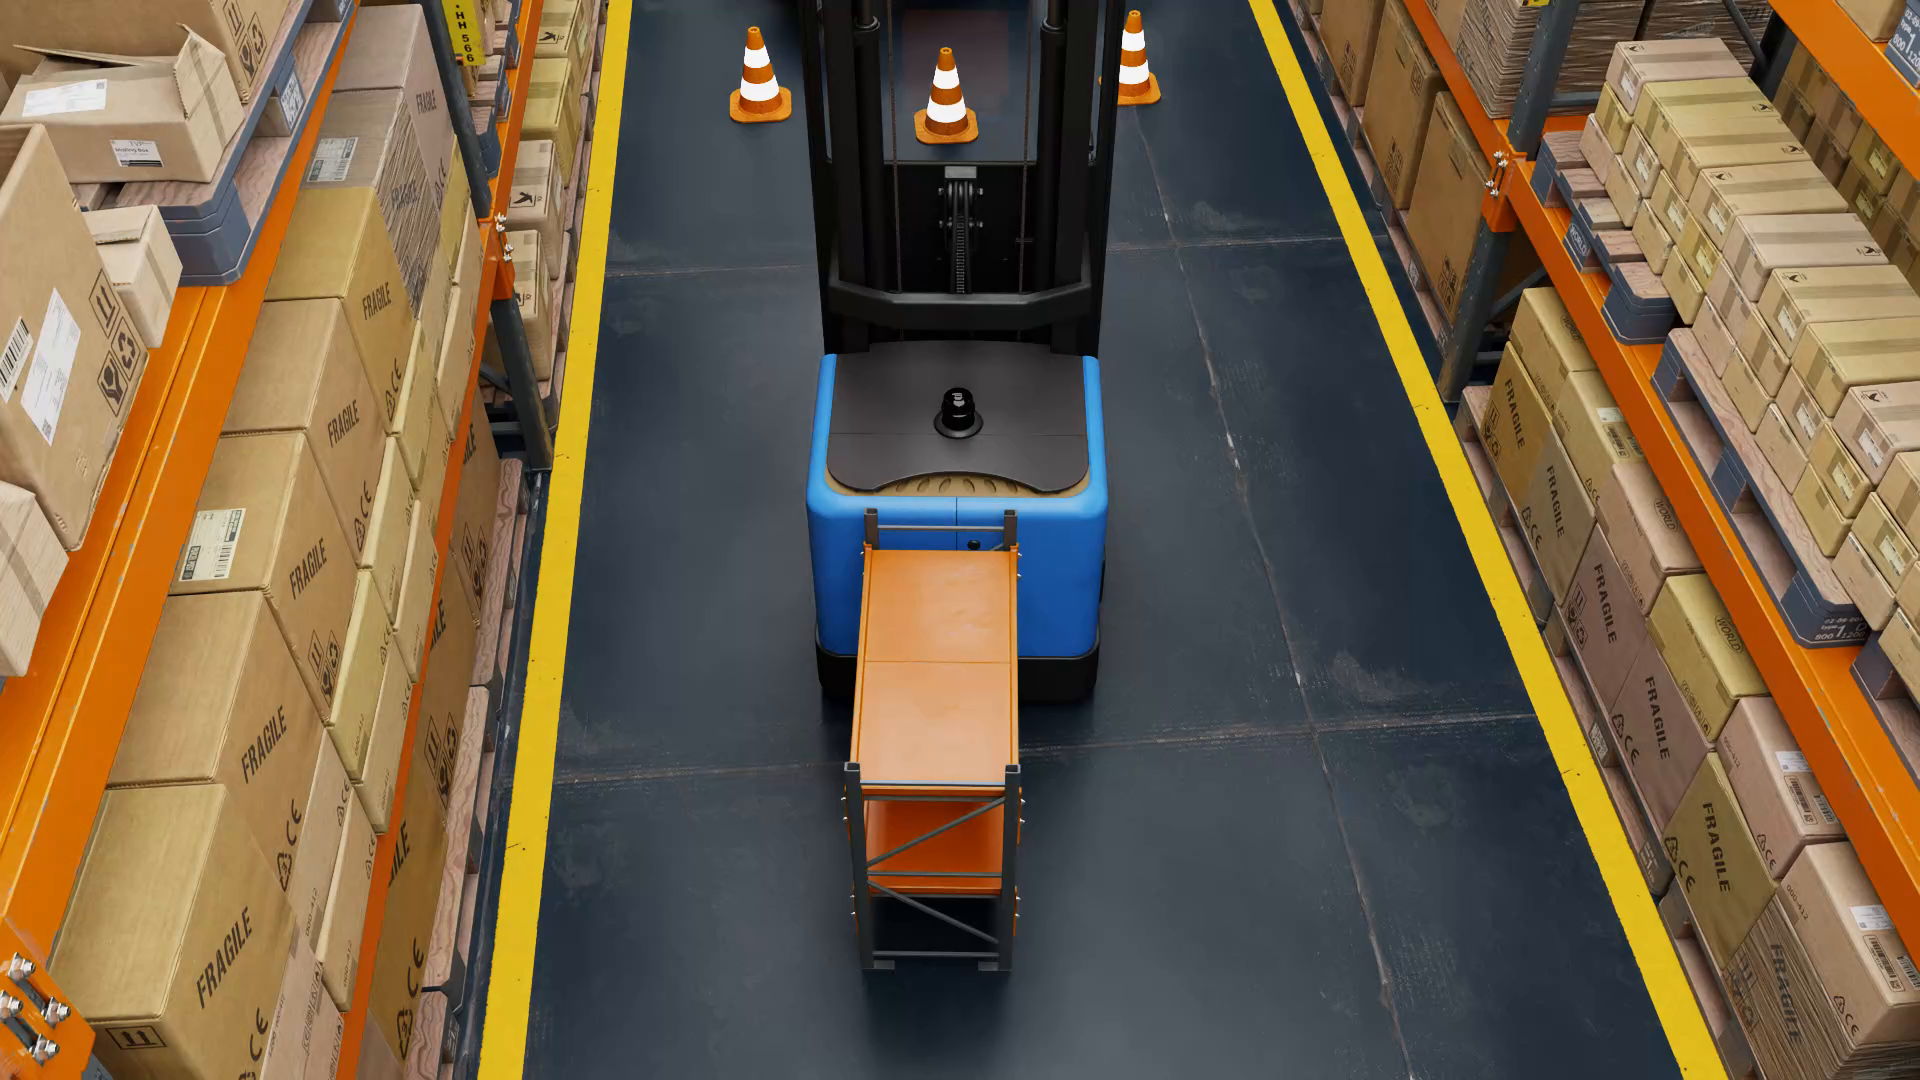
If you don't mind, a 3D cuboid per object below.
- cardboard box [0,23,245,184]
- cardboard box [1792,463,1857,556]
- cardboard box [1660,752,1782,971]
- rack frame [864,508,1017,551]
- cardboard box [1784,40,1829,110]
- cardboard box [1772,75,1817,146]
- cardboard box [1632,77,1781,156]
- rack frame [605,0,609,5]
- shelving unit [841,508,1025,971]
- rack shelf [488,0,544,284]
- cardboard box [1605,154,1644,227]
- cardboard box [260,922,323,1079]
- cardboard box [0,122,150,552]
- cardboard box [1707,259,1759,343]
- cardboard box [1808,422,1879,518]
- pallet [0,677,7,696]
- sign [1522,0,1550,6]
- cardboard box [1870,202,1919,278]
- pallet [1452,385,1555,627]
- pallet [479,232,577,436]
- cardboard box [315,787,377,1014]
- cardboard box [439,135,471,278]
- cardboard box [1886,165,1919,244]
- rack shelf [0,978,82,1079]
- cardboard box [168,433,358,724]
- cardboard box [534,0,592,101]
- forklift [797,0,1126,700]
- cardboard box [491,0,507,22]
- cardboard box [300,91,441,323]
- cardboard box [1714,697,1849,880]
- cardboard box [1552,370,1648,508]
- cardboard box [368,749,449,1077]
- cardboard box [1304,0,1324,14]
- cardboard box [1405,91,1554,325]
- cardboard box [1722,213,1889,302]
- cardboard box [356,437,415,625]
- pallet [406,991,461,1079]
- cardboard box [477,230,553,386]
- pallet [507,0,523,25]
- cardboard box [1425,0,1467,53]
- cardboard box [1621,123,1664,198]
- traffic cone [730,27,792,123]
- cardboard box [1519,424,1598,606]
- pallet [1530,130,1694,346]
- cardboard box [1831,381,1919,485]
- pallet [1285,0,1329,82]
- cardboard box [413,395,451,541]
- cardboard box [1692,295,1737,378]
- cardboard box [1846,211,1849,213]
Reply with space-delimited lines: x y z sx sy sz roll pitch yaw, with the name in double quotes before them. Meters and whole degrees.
"cardboard box" -1.730 -0.918 3.428 0.396 0.266 0.258 0 47 0
"cardboard box" 2.656 -0.095 4.795 0.380 0.149 0.250 -2 47 -2
"cardboard box" 2.643 1.004 5.302 0.500 0.500 0.500 -4 47 -4
"rack frame" -0.063 0.295 5.832 0.500 1.125 0.032 1 47 1
"cardboard box" 3.162 -1.649 5.857 0.380 0.149 0.250 -5 47 -5
"cardboard box" 3.159 -1.544 5.962 0.380 0.149 0.250 -3 47 -2
"cardboard box" 2.535 -1.436 5.654 0.380 0.149 0.250 -5 47 -4
"rack frame" -2.595 -4.234 8.830 1.000 3.000 0.127 -3 47 -3
"shelving unit" -0.071 0.664 5.483 0.538 1.125 1.048 1 47 1
"rack shelf" -2.428 -2.539 7.721 1.077 0.370 4.000 -3 47 -3
"cardboard box" 2.522 -1.242 5.880 0.380 0.149 0.250 -1 47 -1
"cardboard box" -1.681 1.099 3.539 0.500 0.250 0.500 -5 47 -4
"cardboard box" -1.710 -0.311 2.691 0.500 0.500 0.500 -4 47 -4
"cardboard box" 2.596 -0.760 5.219 0.380 0.149 0.250 -3 47 -3
"cardboard box" 2.655 -0.209 4.698 0.380 0.149 0.250 -3 47 -3
"pallet" -2.051 -0.072 2.954 0.805 0.209 1.217 -5 47 -5
"sign" 2.111 -2.076 5.989 0.100 0.325 0.005 -3 47 -3
"cardboard box" 3.228 -0.980 5.428 0.380 0.149 0.250 -3 47 -3
"pallet" 2.728 -0.189 6.920 1.003 0.211 1.213 -3 47 -3
"pallet" -2.324 -0.946 7.637 1.003 0.211 1.213 -3 47 -3
"cardboard box" -1.744 0.897 4.074 0.500 0.250 0.500 -5 47 -4
"cardboard box" -1.967 -1.125 5.645 0.500 0.250 0.500 -4 47 -3
"cardboard box" 3.228 -1.085 5.322 0.380 0.149 0.250 -2 47 -2
"rack shelf" -1.758 2.217 1.150 1.077 0.370 4.000 -3 47 -3
"cardboard box" -1.786 0.111 3.958 0.500 0.500 0.500 -5 47 -4
"cardboard box" -2.485 -2.575 8.780 0.950 0.372 0.625 -1 47 -1
"forklift" 0.008 -1.463 6.253 1.130 2.935 3.031 1 47 0
"cardboard box" -2.072 -2.252 6.837 0.380 0.149 0.250 -3 47 -3
"cardboard box" -1.905 -0.989 5.000 0.500 0.500 0.500 -3 47 -3
"cardboard box" 2.655 0.741 5.034 0.500 0.250 0.500 -1 47 -1
"cardboard box" 2.523 -0.376 6.092 0.500 0.250 0.500 -4 47 -4
"cardboard box" -2.141 1.044 5.006 0.875 0.875 0.875 -2 47 -2
"cardboard box" 2.471 -3.535 9.429 1.050 0.750 0.750 -4 47 -3
"cardboard box" 2.702 -1.531 7.530 1.050 0.750 0.750 -4 47 -4
"cardboard box" 2.597 -0.871 5.119 0.380 0.149 0.250 -2 47 -1
"cardboard box" -1.813 -0.009 4.588 0.500 0.250 0.500 -5 47 -4
"pallet" -2.065 1.960 4.885 1.003 0.211 1.213 -3 47 -3
"cardboard box" -2.298 -0.990 7.279 0.950 0.372 0.625 -6 47 -6
"pallet" -2.467 -2.703 7.513 1.003 0.211 1.213 -3 47 -3
"cardboard box" 2.318 -2.419 7.042 0.500 0.500 0.500 -3 47 -3
"cardboard box" 2.529 -1.316 5.746 0.380 0.149 0.250 -1 47 -1
"traffic cone" -1.096 -2.549 8.982 0.336 0.463 0.334 -3 47 -3
"cardboard box" 2.514 -0.108 6.355 0.500 0.500 0.500 -3 47 -3
"pallet" 2.830 -1.139 6.031 1.213 0.211 1.003 -3 47 -3
"cardboard box" 2.662 -0.304 4.582 0.380 0.149 0.250 -5 47 -5
"pallet" 2.469 -3.095 9.672 1.003 0.211 1.213 -3 47 -3
"cardboard box" -1.875 -0.204 5.117 0.500 0.250 0.500 -4 47 -4
"cardboard box" 2.594 -0.659 5.328 0.380 0.149 0.250 -2 47 -2
"cardboard box" 3.204 -1.077 5.724 0.380 0.149 0.250 -3 47 -3
